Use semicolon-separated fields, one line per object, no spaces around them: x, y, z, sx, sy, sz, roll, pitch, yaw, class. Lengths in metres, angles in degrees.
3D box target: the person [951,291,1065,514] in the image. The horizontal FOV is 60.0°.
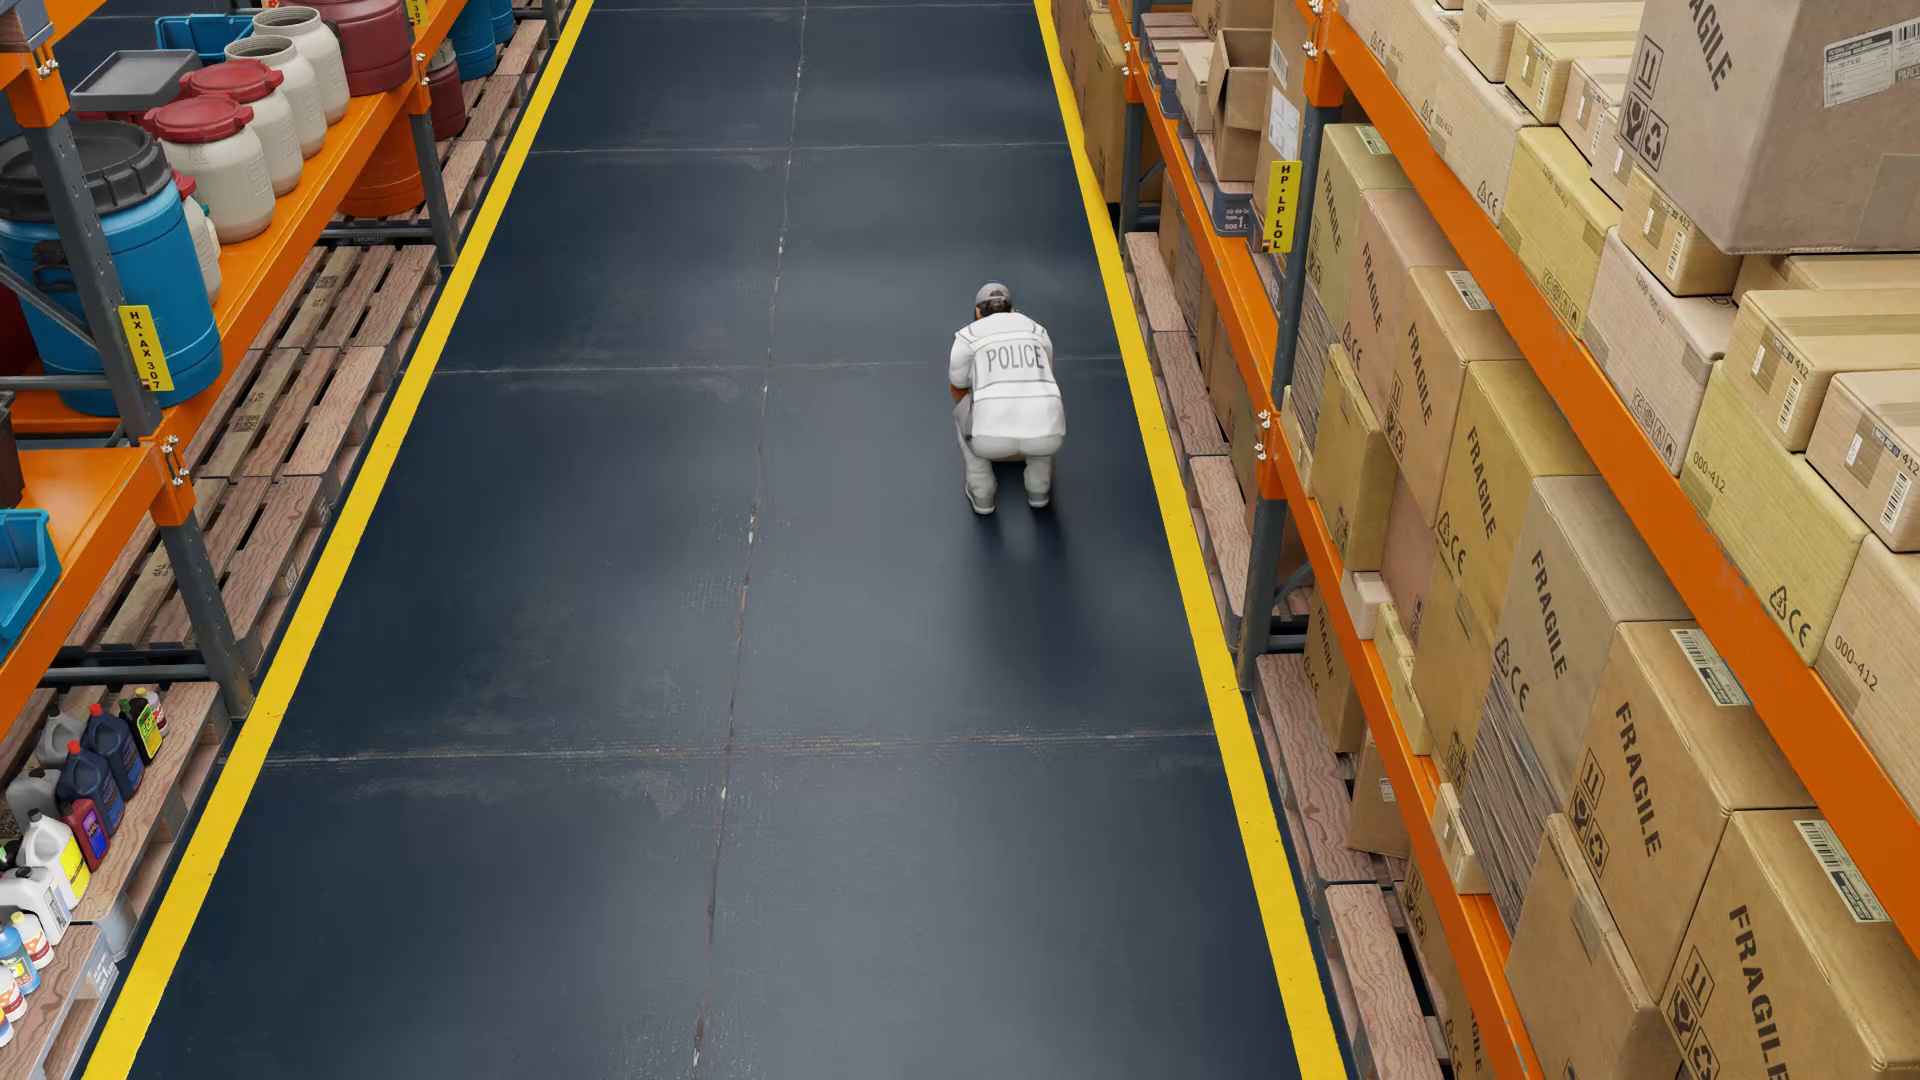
0.220;-0.606;7.696;0.514;0.861;0.864;-2;35;-2;person
